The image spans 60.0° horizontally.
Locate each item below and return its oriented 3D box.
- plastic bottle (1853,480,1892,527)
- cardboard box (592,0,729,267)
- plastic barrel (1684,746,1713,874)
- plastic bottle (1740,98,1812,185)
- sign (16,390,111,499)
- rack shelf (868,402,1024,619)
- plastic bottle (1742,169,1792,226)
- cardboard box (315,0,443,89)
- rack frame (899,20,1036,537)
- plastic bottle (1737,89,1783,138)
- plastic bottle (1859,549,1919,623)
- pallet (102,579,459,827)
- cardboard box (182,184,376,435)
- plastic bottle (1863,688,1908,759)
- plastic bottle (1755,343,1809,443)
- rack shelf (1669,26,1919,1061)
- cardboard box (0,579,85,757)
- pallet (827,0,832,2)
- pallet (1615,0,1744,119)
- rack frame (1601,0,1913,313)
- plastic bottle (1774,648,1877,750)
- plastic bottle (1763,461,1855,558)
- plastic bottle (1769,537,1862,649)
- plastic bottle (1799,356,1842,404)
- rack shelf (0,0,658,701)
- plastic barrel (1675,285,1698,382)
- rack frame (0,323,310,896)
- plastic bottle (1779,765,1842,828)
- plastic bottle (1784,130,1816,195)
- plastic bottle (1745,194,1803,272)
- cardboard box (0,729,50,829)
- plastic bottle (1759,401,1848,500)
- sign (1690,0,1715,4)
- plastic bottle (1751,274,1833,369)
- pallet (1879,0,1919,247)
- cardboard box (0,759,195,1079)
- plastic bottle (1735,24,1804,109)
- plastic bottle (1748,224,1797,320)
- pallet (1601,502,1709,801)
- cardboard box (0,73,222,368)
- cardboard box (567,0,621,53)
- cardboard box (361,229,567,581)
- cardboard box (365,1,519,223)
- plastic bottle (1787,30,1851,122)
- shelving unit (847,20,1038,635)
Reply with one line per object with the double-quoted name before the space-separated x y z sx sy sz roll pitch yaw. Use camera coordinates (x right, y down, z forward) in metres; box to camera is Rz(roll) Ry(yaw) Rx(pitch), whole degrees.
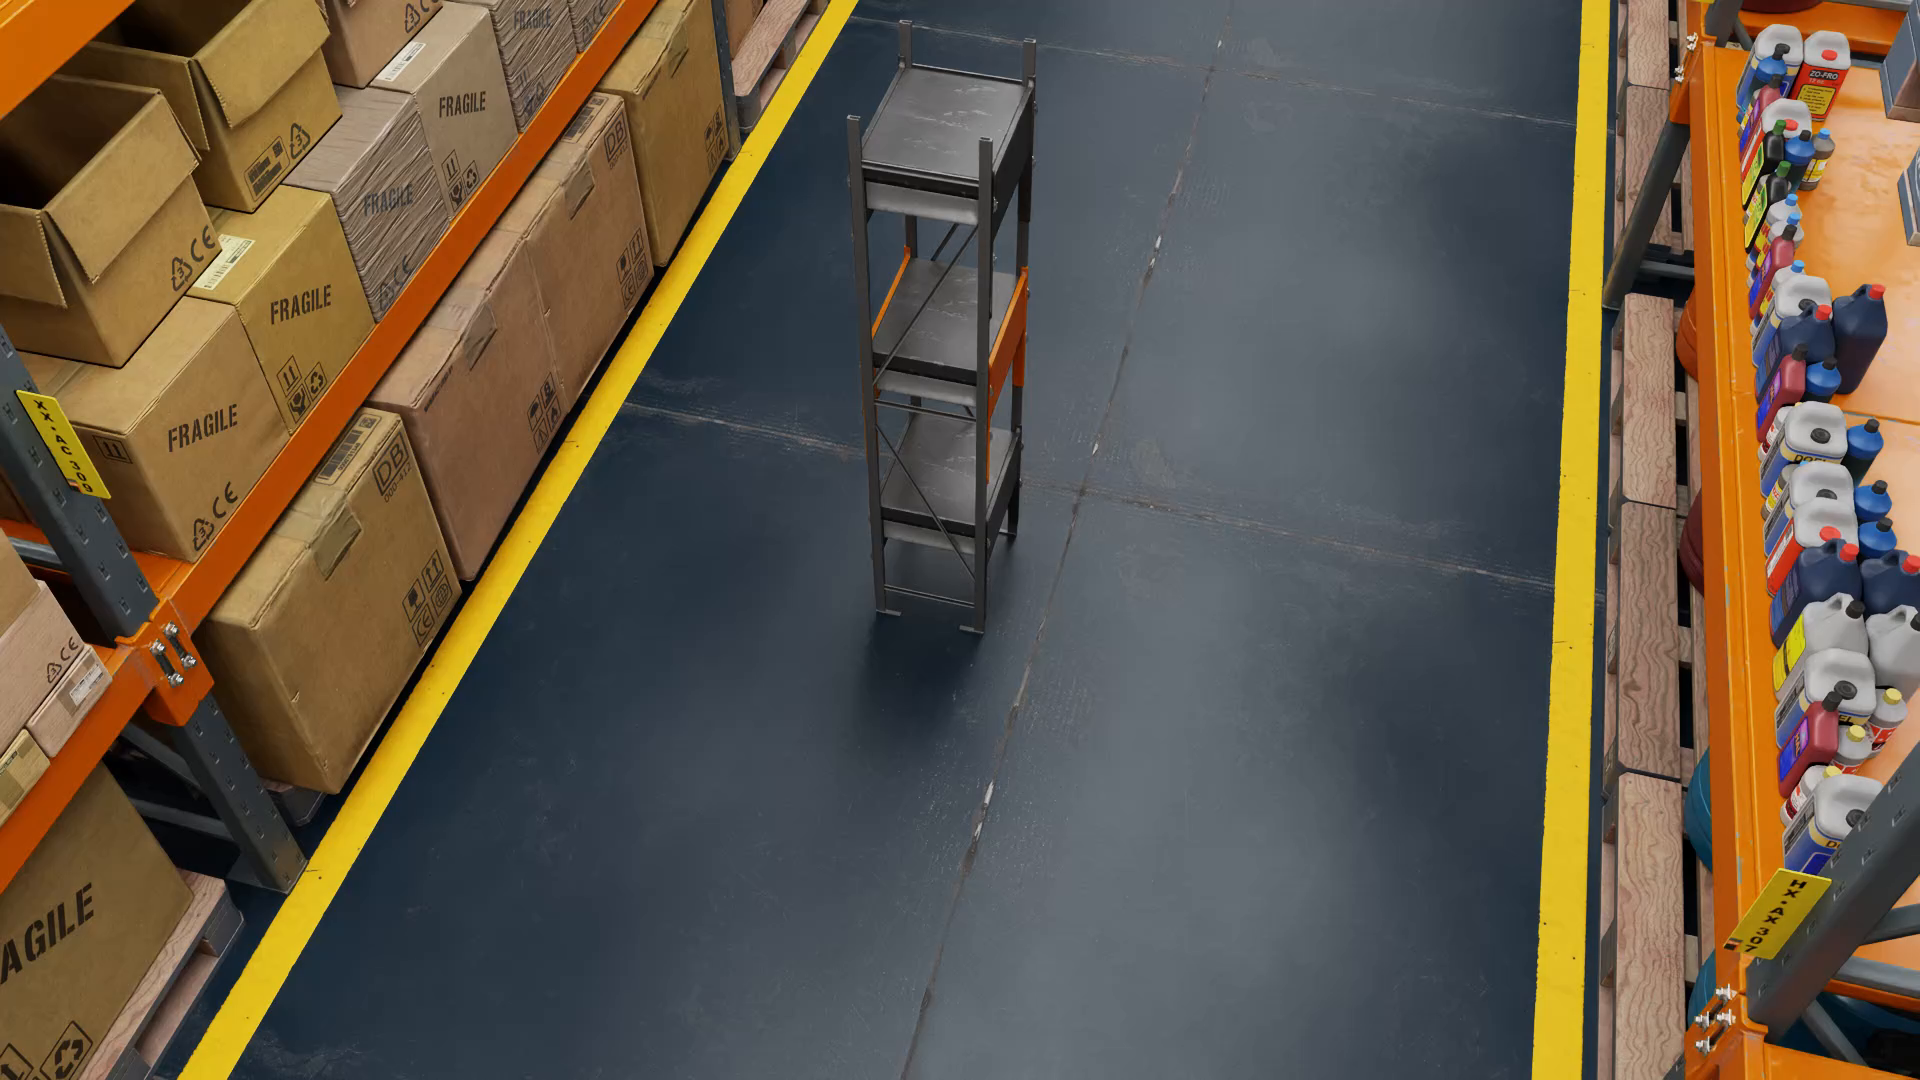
"plastic bottle" 2.374 -0.055 4.383 0.097 0.271 0.097 0 49 0
"cardboard box" -1.735 -1.845 7.014 1.225 0.875 0.875 9 49 8
"plastic barrel" 2.538 0.620 4.822 0.600 0.901 0.708 12 50 10
"plastic bottle" 2.697 -1.302 5.481 0.152 0.276 0.135 12 50 10
"sign" -2.050 -0.215 3.809 0.100 0.325 0.005 12 50 10
"rack shelf" -0.044 -0.103 5.892 0.431 0.518 0.480 12 50 10
"plastic bottle" 2.605 -1.102 5.354 0.097 0.201 0.097 0 49 0
"cardboard box" -2.086 -1.786 5.090 0.797 0.503 0.637 13 50 11
"rack frame" 0.021 -0.752 5.513 0.400 2.100 0.015 12 50 10
"plastic bottle" 2.737 -1.463 5.673 0.097 0.201 0.097 0 49 0
"plastic bottle" 2.306 0.148 4.151 0.144 0.351 0.185 12 50 10
"pallet" -2.456 0.339 5.810 1.003 0.211 1.213 12 50 10
"cardboard box" -2.092 -0.691 4.792 0.500 0.500 0.500 12 50 10
"plastic bottle" 2.205 0.431 4.002 0.097 0.201 0.097 0 49 0
"plastic bottle" 2.326 -0.414 4.692 0.061 0.283 0.133 12 50 10
"rack shelf" 2.719 -0.242 4.943 1.077 0.370 4.000 12 50 10
"cardboard box" -2.449 0.312 3.876 0.500 0.250 0.500 11 49 9
"pallet" -1.003 -3.426 9.133 1.003 0.211 1.213 12 50 10
"pallet" 3.809 -2.436 8.259 1.003 0.211 1.213 12 50 10
"rack frame" 3.245 -1.926 5.950 1.000 3.000 0.127 12 50 10
"plastic bottle" 2.080 0.395 3.984 0.152 0.276 0.135 12 50 10
"plastic bottle" 2.248 -0.067 4.392 0.152 0.276 0.135 12 50 10
"plastic bottle" 2.167 0.120 4.176 0.144 0.351 0.185 12 50 10
"plastic bottle" 2.407 -0.407 4.695 0.097 0.271 0.097 0 49 0
"rack shelf" -2.060 -1.219 5.805 1.077 0.370 4.000 12 50 10
"plastic barrel" 3.133 -0.990 6.291 0.600 0.830 0.708 12 50 10
"rack frame" -2.586 -0.011 4.259 1.000 3.000 0.127 12 50 10
"plastic bottle" 1.988 0.594 3.857 0.097 0.201 0.097 0 49 0
"plastic bottle" 2.699 -1.210 5.403 0.097 0.271 0.097 0 49 0
"plastic bottle" 2.545 -0.958 5.181 0.097 0.271 0.097 0 49 0
"cardboard box" -2.418 0.544 3.936 0.380 0.149 0.250 12 50 11
"plastic bottle" 2.309 -0.235 4.540 0.152 0.276 0.135 12 50 10
"sign" 2.712 -2.084 5.980 0.100 0.325 0.005 12 50 10
"plastic bottle" 2.454 -0.633 4.891 0.152 0.276 0.135 12 50 10
"pallet" 2.304 -0.550 2.860 1.213 0.211 1.003 12 50 10
"cardboard box" -2.837 1.015 4.490 0.875 0.875 0.875 12 50 10
"plastic bottle" 2.819 -1.636 5.776 0.152 0.276 0.135 12 50 10
"plastic bottle" 2.471 -0.812 5.044 0.061 0.283 0.133 12 50 10
"pallet" 2.755 0.454 5.708 1.003 0.211 1.213 12 50 10
"cardboard box" -2.426 -0.839 4.254 0.797 0.503 0.637 10 49 9
"cardboard box" -1.561 -2.172 6.099 0.500 0.500 0.500 11 50 10
"cardboard box" -2.203 -0.560 5.881 1.225 0.875 0.875 10 49 9
"cardboard box" -1.829 -1.428 5.443 0.500 0.500 0.500 12 50 11
"plastic bottle" 2.966 -1.606 5.750 0.152 0.276 0.135 12 50 10
"shelving unit" -0.044 -0.575 5.357 0.431 2.100 0.503 12 50 10
